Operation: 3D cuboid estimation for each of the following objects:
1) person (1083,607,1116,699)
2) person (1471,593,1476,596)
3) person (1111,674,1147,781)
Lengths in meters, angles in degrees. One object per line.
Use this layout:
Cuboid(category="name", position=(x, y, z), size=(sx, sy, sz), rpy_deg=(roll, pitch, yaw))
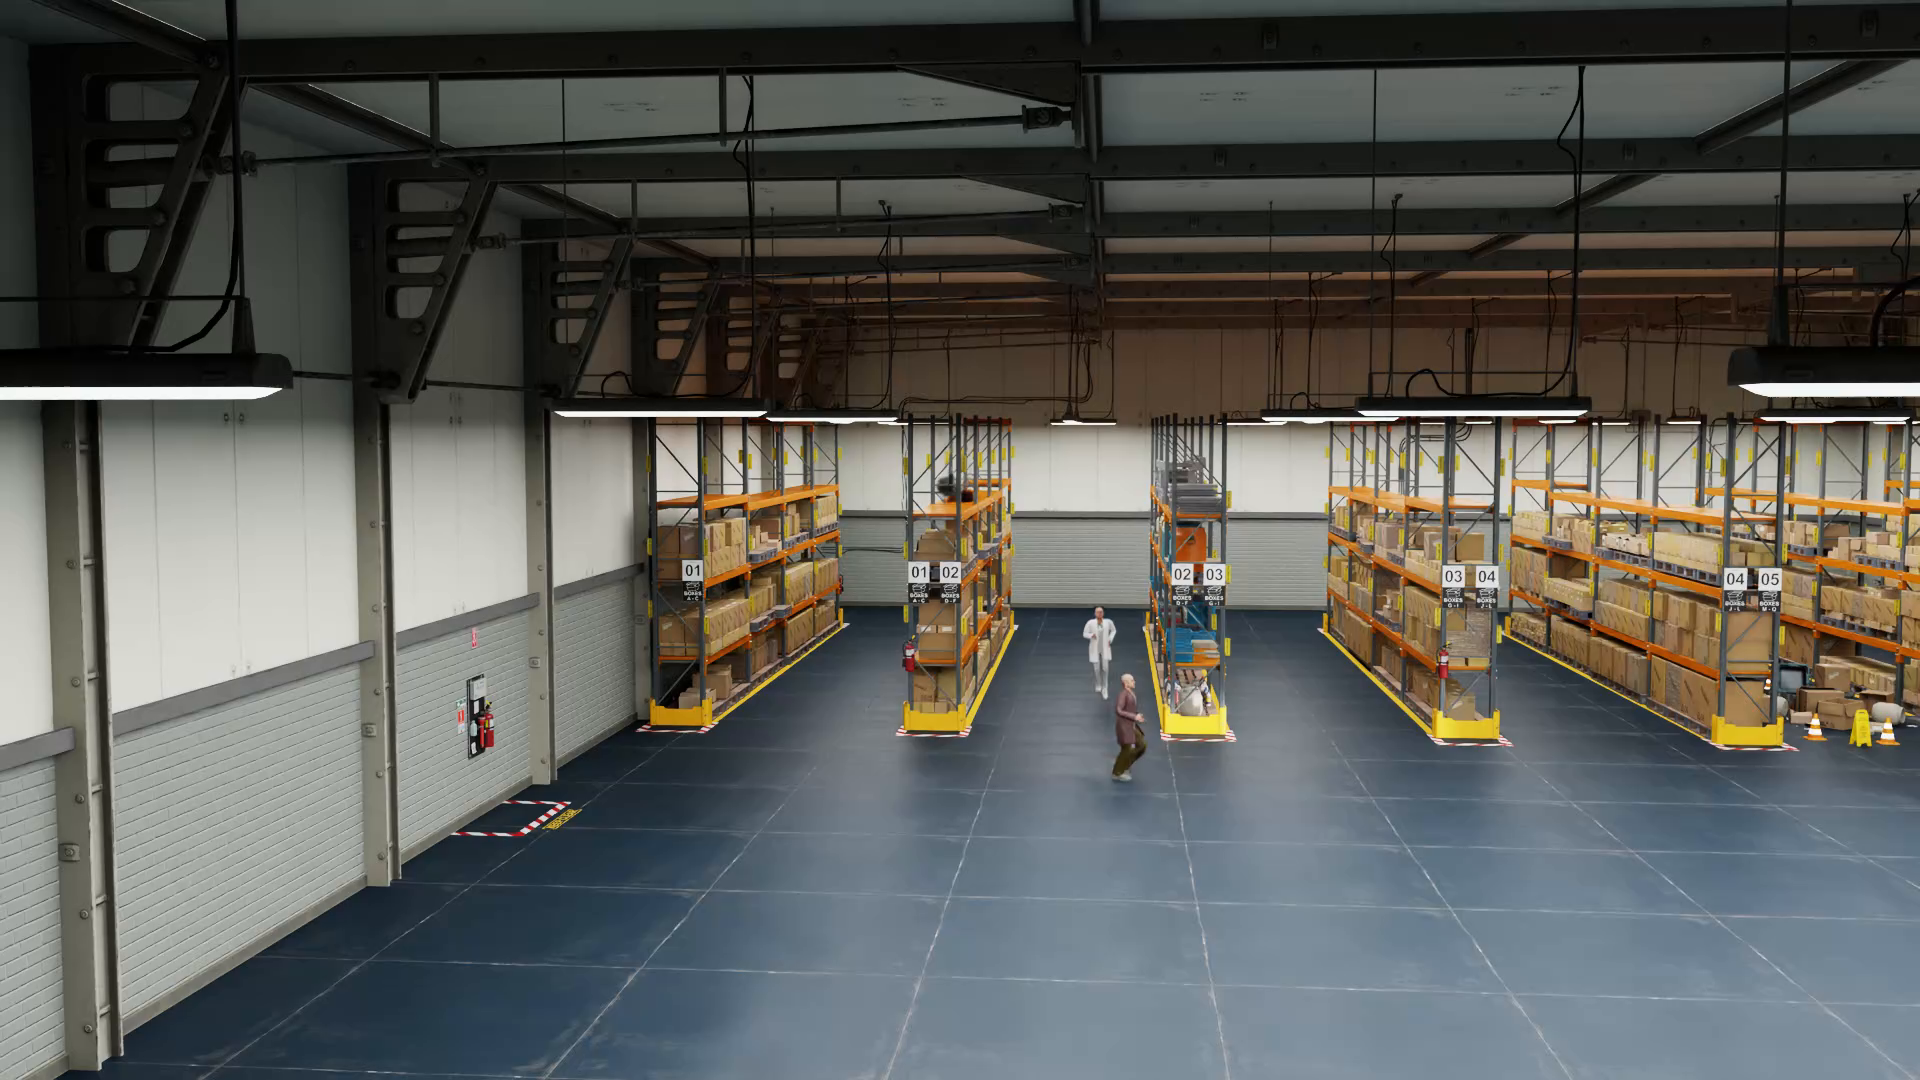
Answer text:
Cuboid(category="person", position=(2.884, 2.326, 34.273), size=(0.693, 1.875, 0.727), rpy_deg=(0, 4, 2))
Cuboid(category="person", position=(13.713, 1.911, 43.749), size=(0.661, 1.773, 0.798), rpy_deg=(1, 4, 10))
Cuboid(category="person", position=(2.743, 3.035, 26.889), size=(0.653, 1.746, 0.717), rpy_deg=(2, 4, 27))
